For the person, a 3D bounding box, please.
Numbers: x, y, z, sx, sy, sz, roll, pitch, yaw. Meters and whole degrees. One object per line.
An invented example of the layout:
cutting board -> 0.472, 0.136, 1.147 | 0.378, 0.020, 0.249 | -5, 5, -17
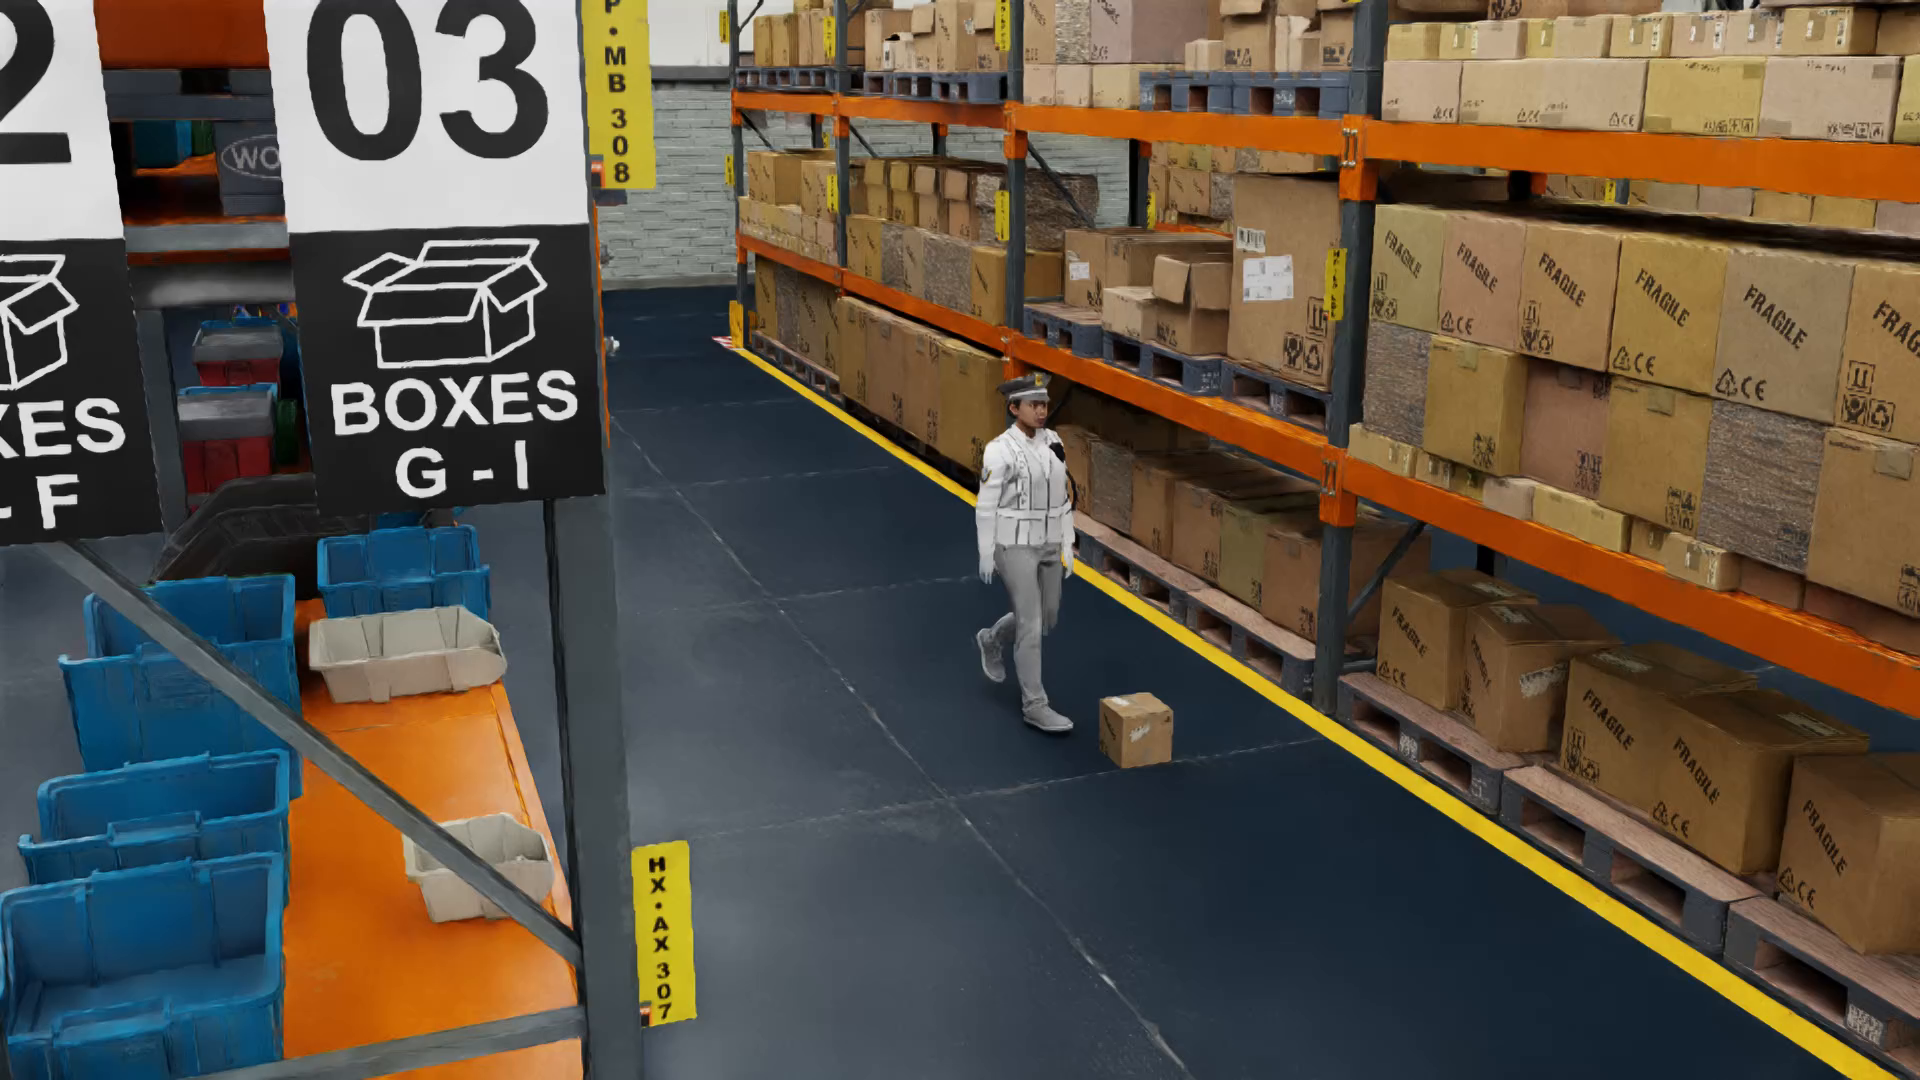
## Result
person -> 0.306, 0.017, 7.910 | 0.482, 1.665, 0.810 | -14, 21, -40
